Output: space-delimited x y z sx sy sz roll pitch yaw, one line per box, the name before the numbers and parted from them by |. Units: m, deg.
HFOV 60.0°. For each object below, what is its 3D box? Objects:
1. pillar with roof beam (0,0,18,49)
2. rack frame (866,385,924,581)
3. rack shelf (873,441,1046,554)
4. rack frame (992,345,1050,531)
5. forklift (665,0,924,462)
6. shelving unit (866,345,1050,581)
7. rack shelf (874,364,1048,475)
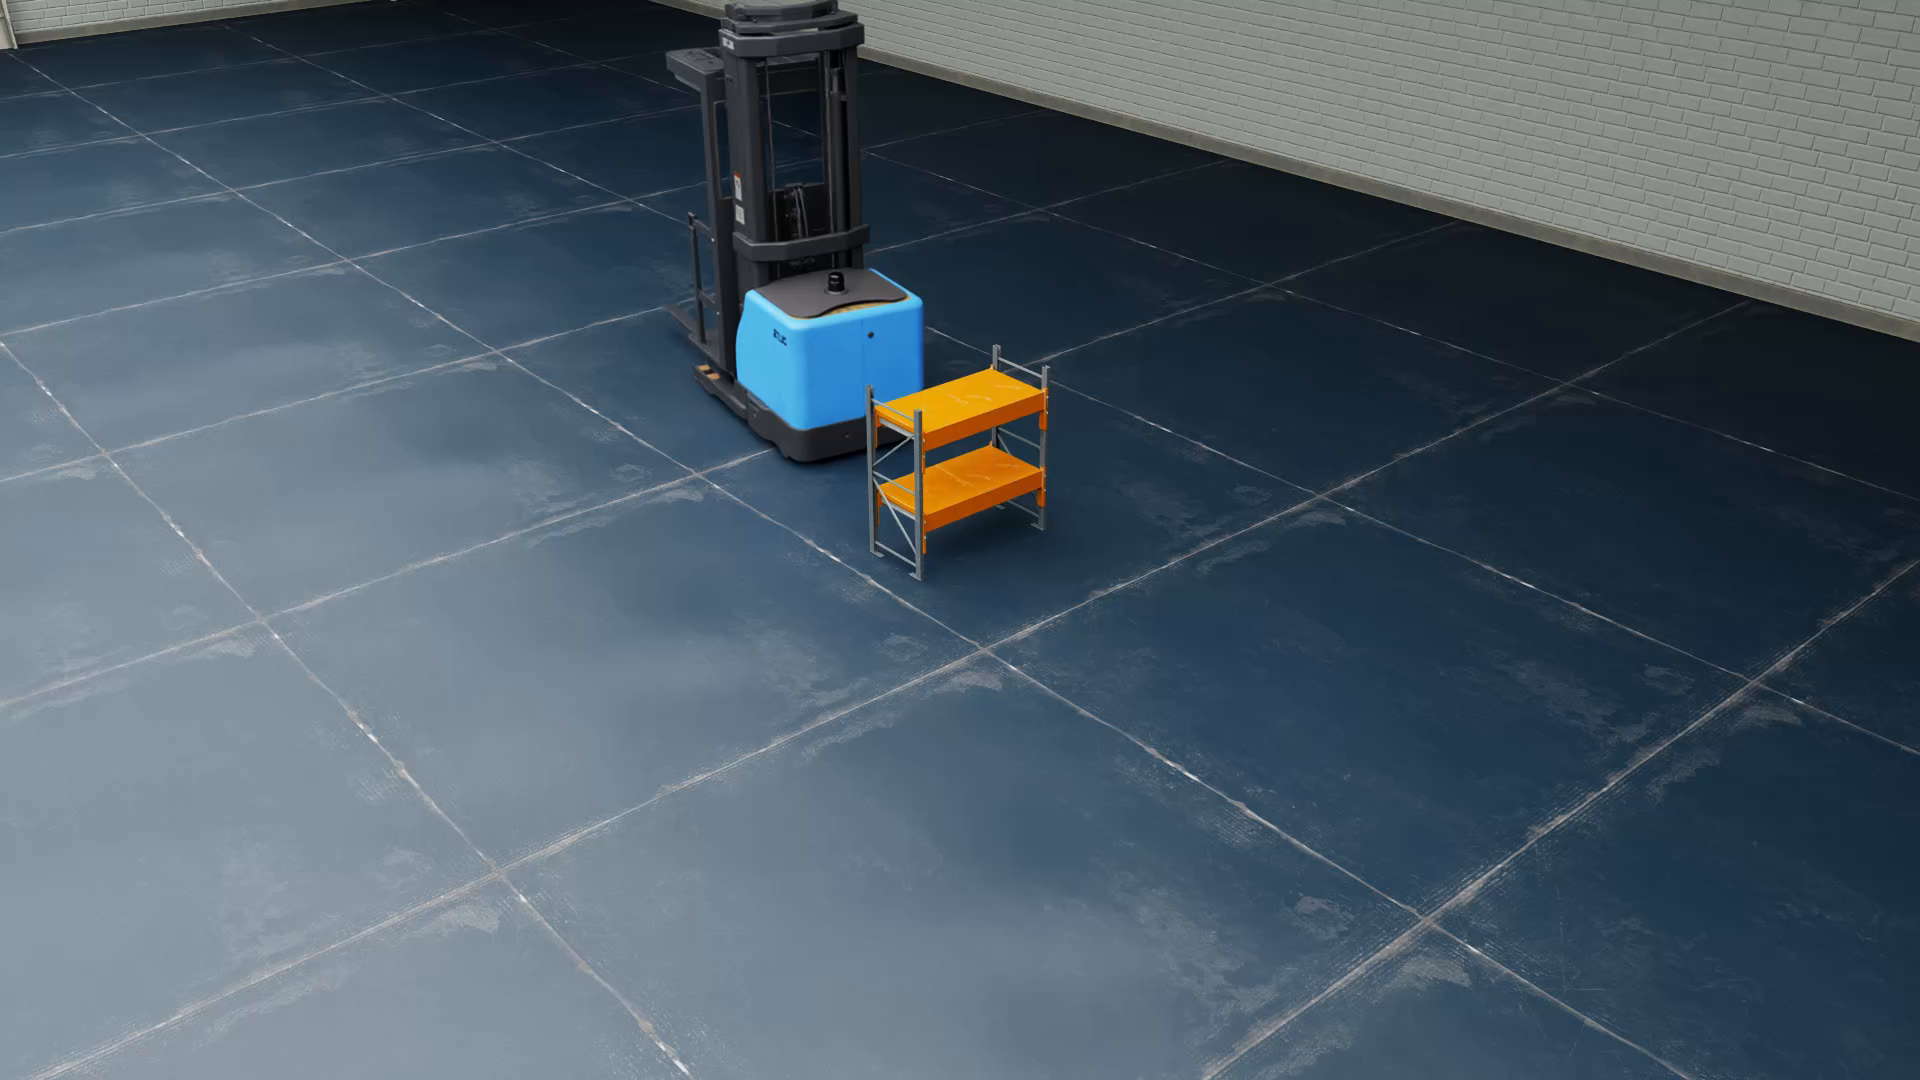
pillar with roof beam | -10.909 -9.446 18.736 0.400 9.000 9.100 -22 35 -35
rack frame | -0.392 -0.339 10.048 0.032 1.125 0.500 -22 35 -35
rack shelf | -0.005 -0.278 10.455 1.000 0.278 0.538 -22 35 -35
rack frame | 0.382 -0.650 10.630 0.032 1.125 0.500 -22 35 -35
forklift | -1.404 -2.492 12.161 1.130 2.935 3.031 -15 32 -26
shelving unit | -0.005 -0.494 10.339 1.048 1.125 0.538 -22 35 -35
rack shelf | -0.005 -0.752 10.201 1.000 0.278 0.538 -22 35 -35
